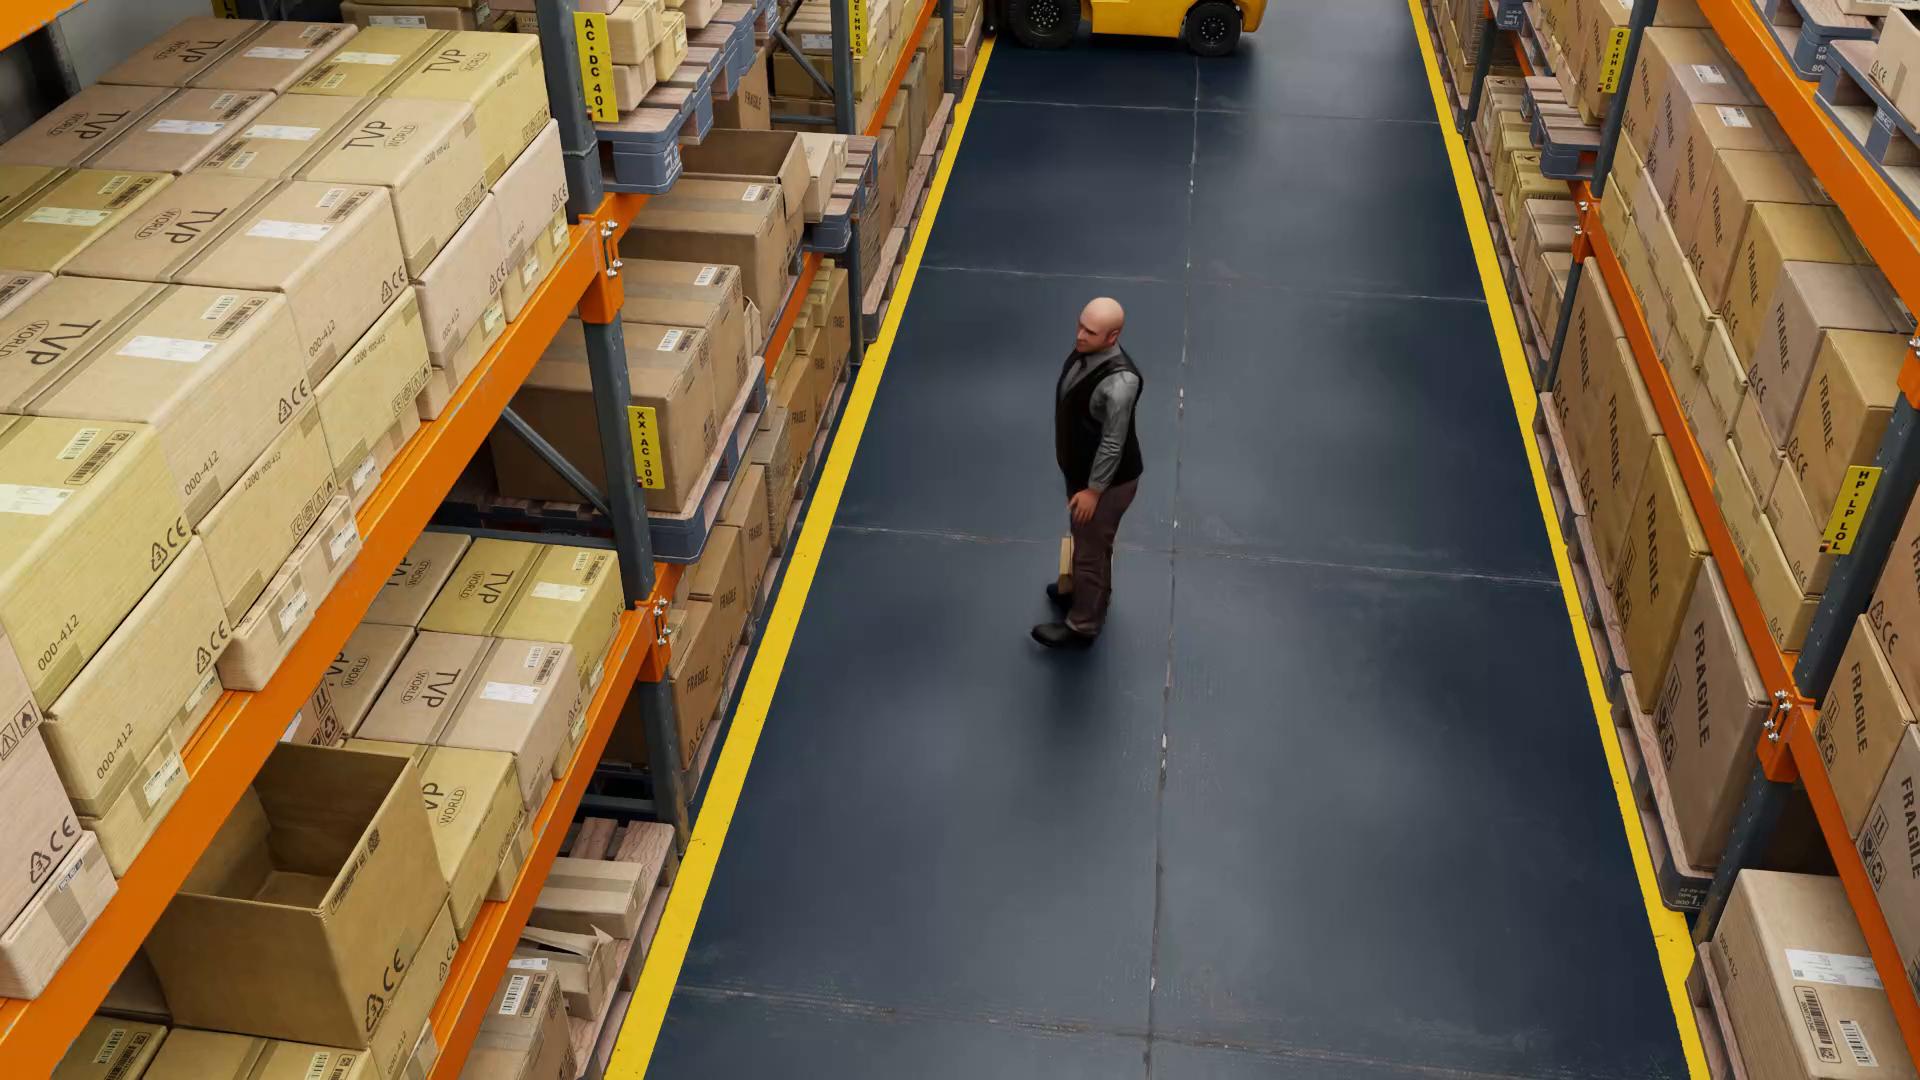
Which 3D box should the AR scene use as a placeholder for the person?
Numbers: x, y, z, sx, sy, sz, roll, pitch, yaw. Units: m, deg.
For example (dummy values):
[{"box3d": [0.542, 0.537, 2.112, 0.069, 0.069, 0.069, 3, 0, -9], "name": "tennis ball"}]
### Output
[{"box3d": [0.541, -0.301, 7.433, 0.483, 1.732, 0.564, -8, 37, -11], "name": "person"}]
